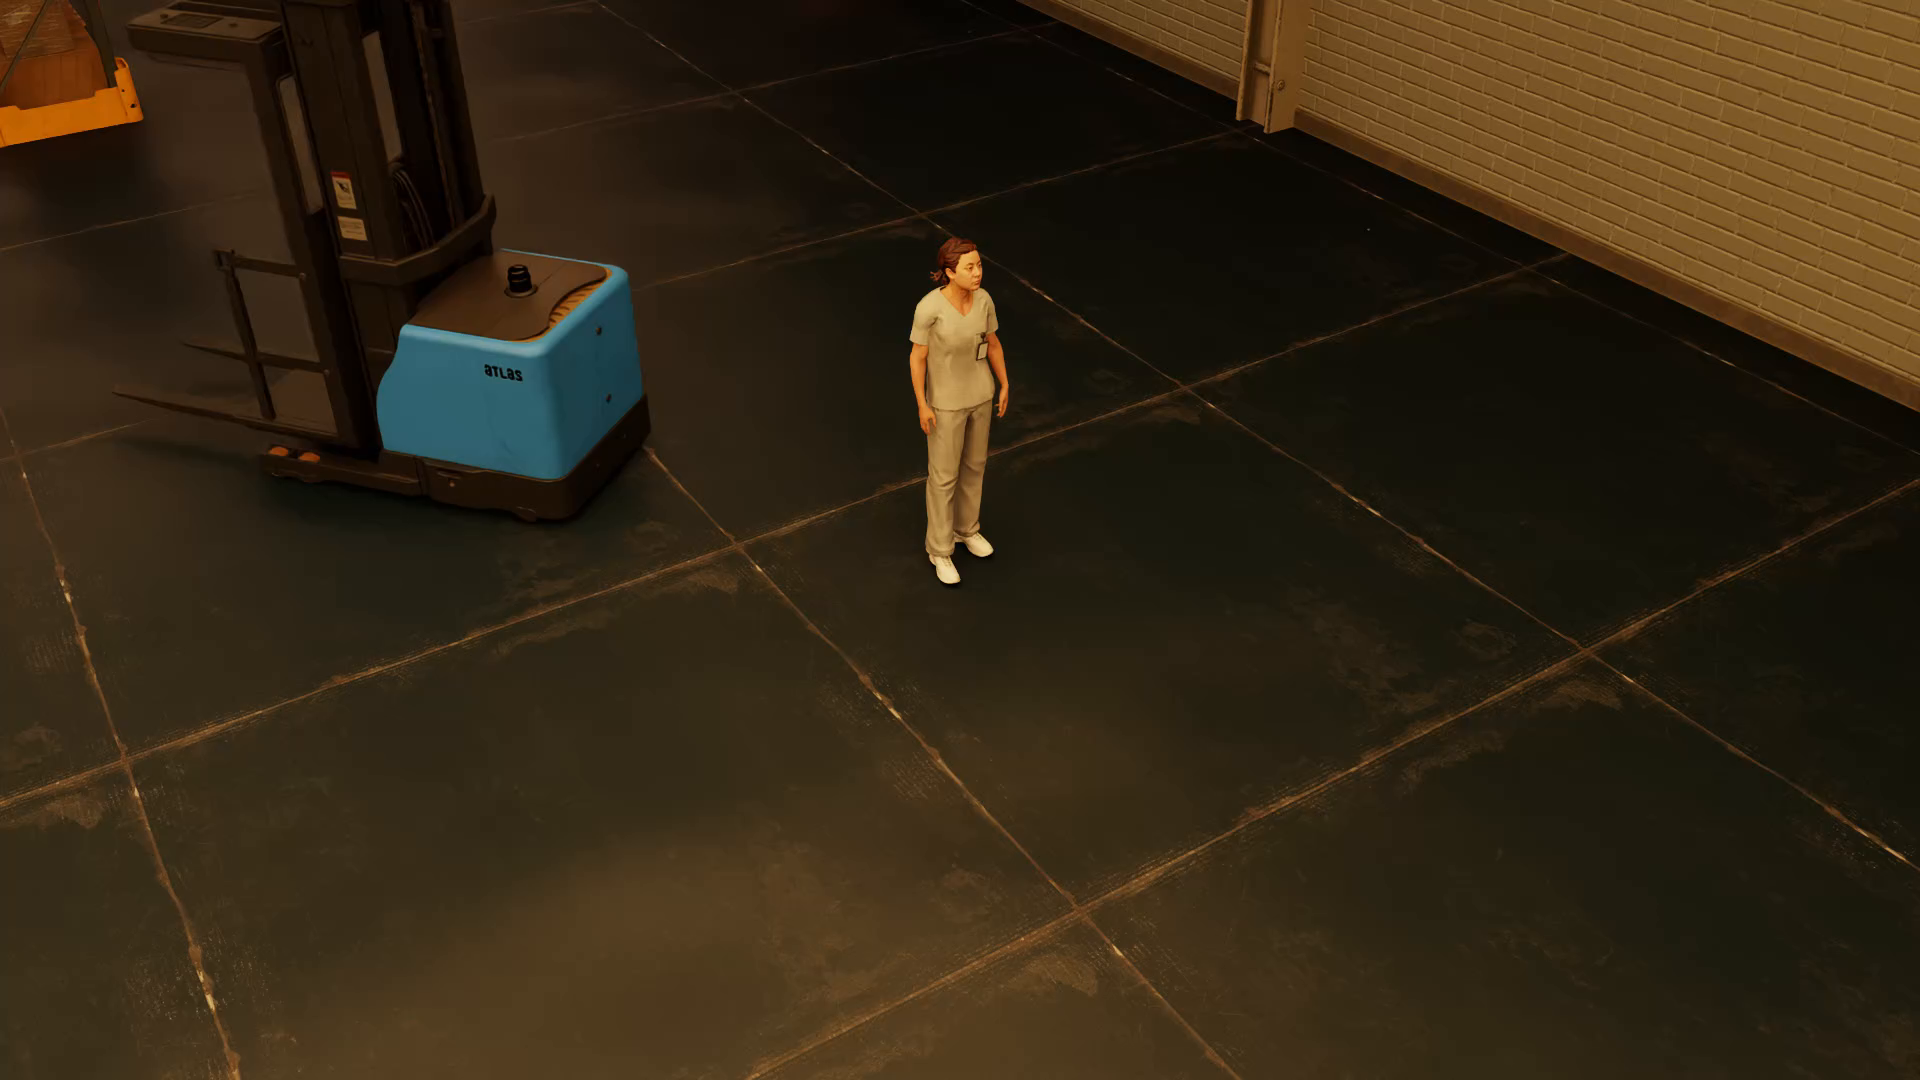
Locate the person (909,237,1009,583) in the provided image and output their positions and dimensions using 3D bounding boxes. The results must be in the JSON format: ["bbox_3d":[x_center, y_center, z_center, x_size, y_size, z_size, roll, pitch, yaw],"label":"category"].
[{"bbox_3d":[0.029,-0.652,8.154,0.550,1.673,0.548,-21,40,-27],"label":"person"}]

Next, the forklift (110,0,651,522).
[{"bbox_3d":[-3.334,-1.788,8.692,3.031,2.935,1.130,11,36,15],"label":"forklift"}]
